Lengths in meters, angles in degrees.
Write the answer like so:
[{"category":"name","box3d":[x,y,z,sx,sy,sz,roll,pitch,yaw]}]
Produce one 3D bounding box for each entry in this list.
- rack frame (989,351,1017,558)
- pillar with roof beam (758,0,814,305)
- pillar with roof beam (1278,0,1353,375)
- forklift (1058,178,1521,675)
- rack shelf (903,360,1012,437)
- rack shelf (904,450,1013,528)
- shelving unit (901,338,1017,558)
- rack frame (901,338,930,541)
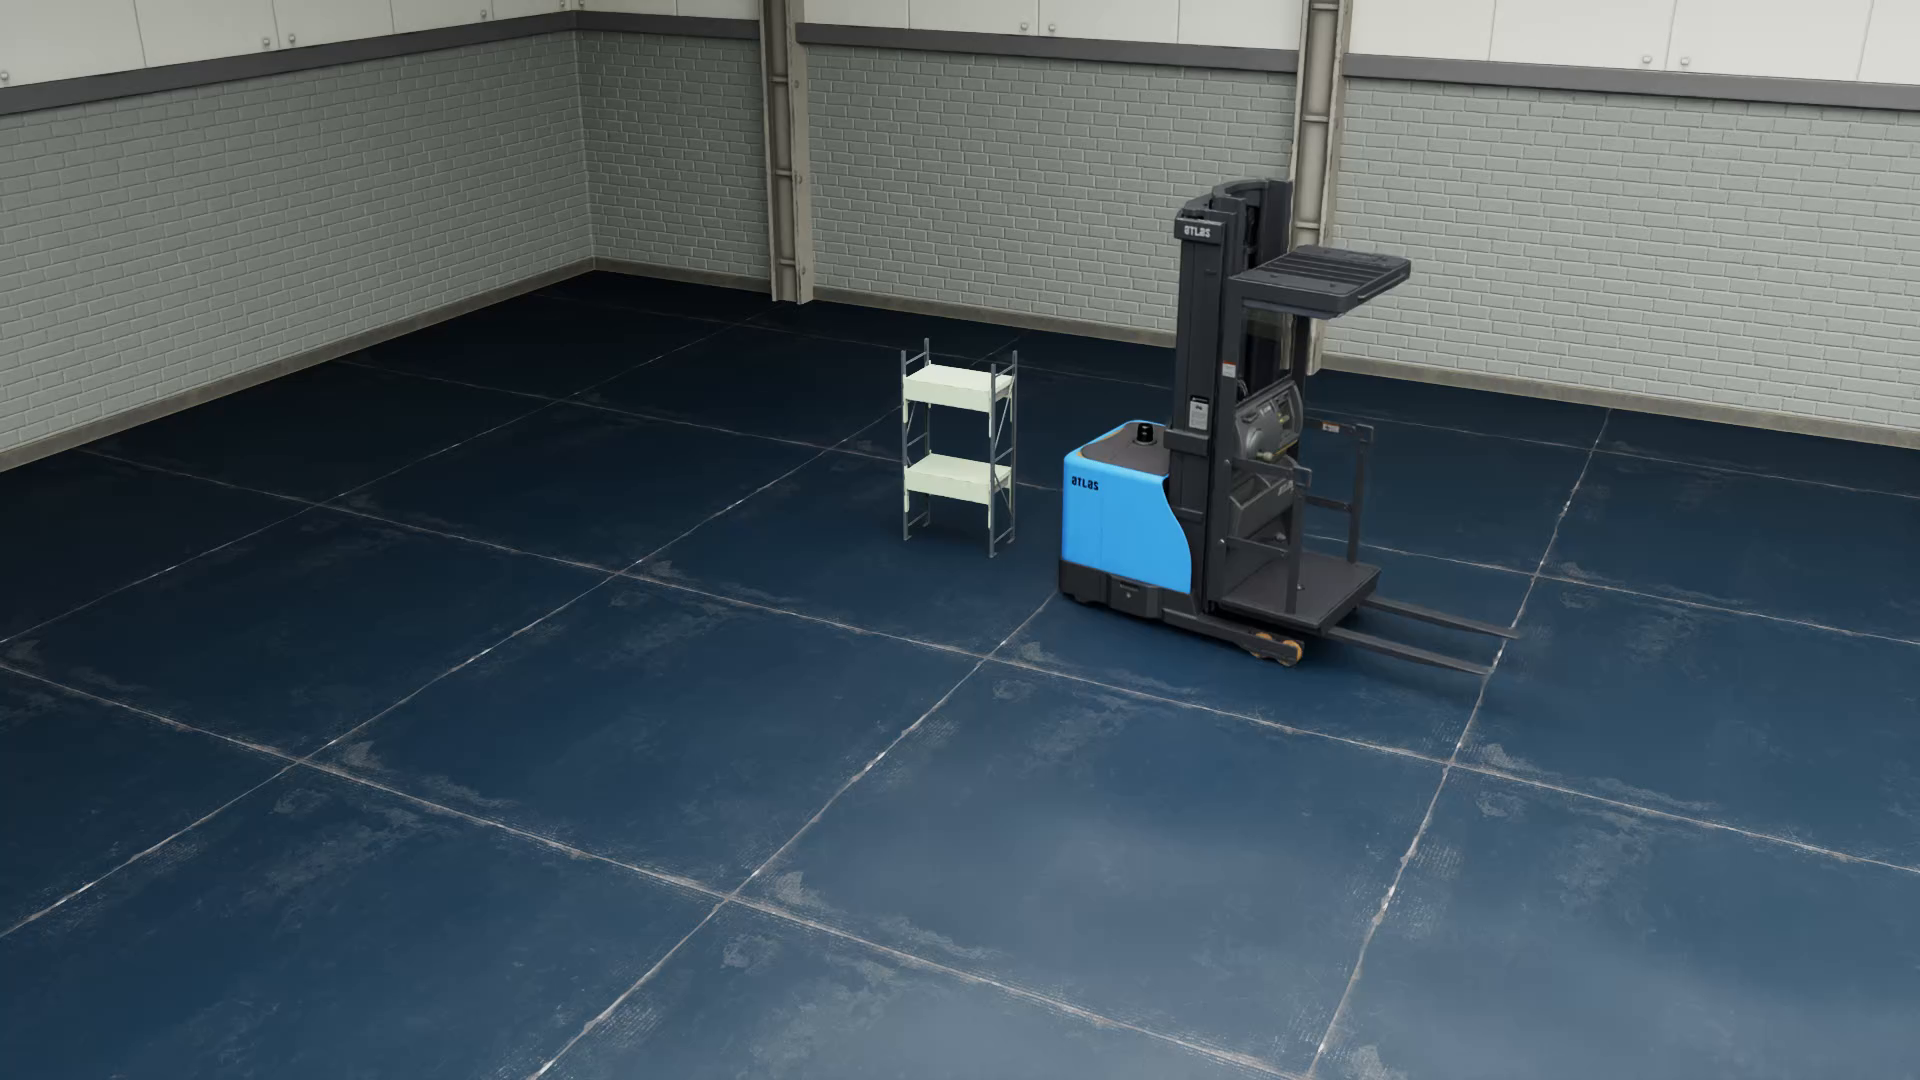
[{"category":"rack frame","box3d":[0.321,-0.627,12.307,0.023,1.500,0.400,11,25,25]},{"category":"pillar with roof beam","box3d":[-3.880,-5.430,14.019,0.400,9.000,9.100,11,25,25]},{"category":"pillar with roof beam","box3d":[1.474,-4.370,11.528,0.400,9.000,9.100,11,25,25]},{"category":"forklift","box3d":[2.195,-0.764,10.801,3.031,2.935,1.130,15,27,32]},{"category":"rack shelf","box3d":[-0.006,-1.050,12.307,0.720,0.370,0.431,11,25,25]},{"category":"rack shelf","box3d":[-0.006,-0.391,12.587,0.720,0.370,0.431,11,25,25]},{"category":"shelving unit","box3d":[-0.006,-0.691,12.459,0.755,1.500,0.431,11,25,25]},{"category":"rack frame","box3d":[-0.333,-0.756,12.611,0.023,1.500,0.400,11,25,25]}]
